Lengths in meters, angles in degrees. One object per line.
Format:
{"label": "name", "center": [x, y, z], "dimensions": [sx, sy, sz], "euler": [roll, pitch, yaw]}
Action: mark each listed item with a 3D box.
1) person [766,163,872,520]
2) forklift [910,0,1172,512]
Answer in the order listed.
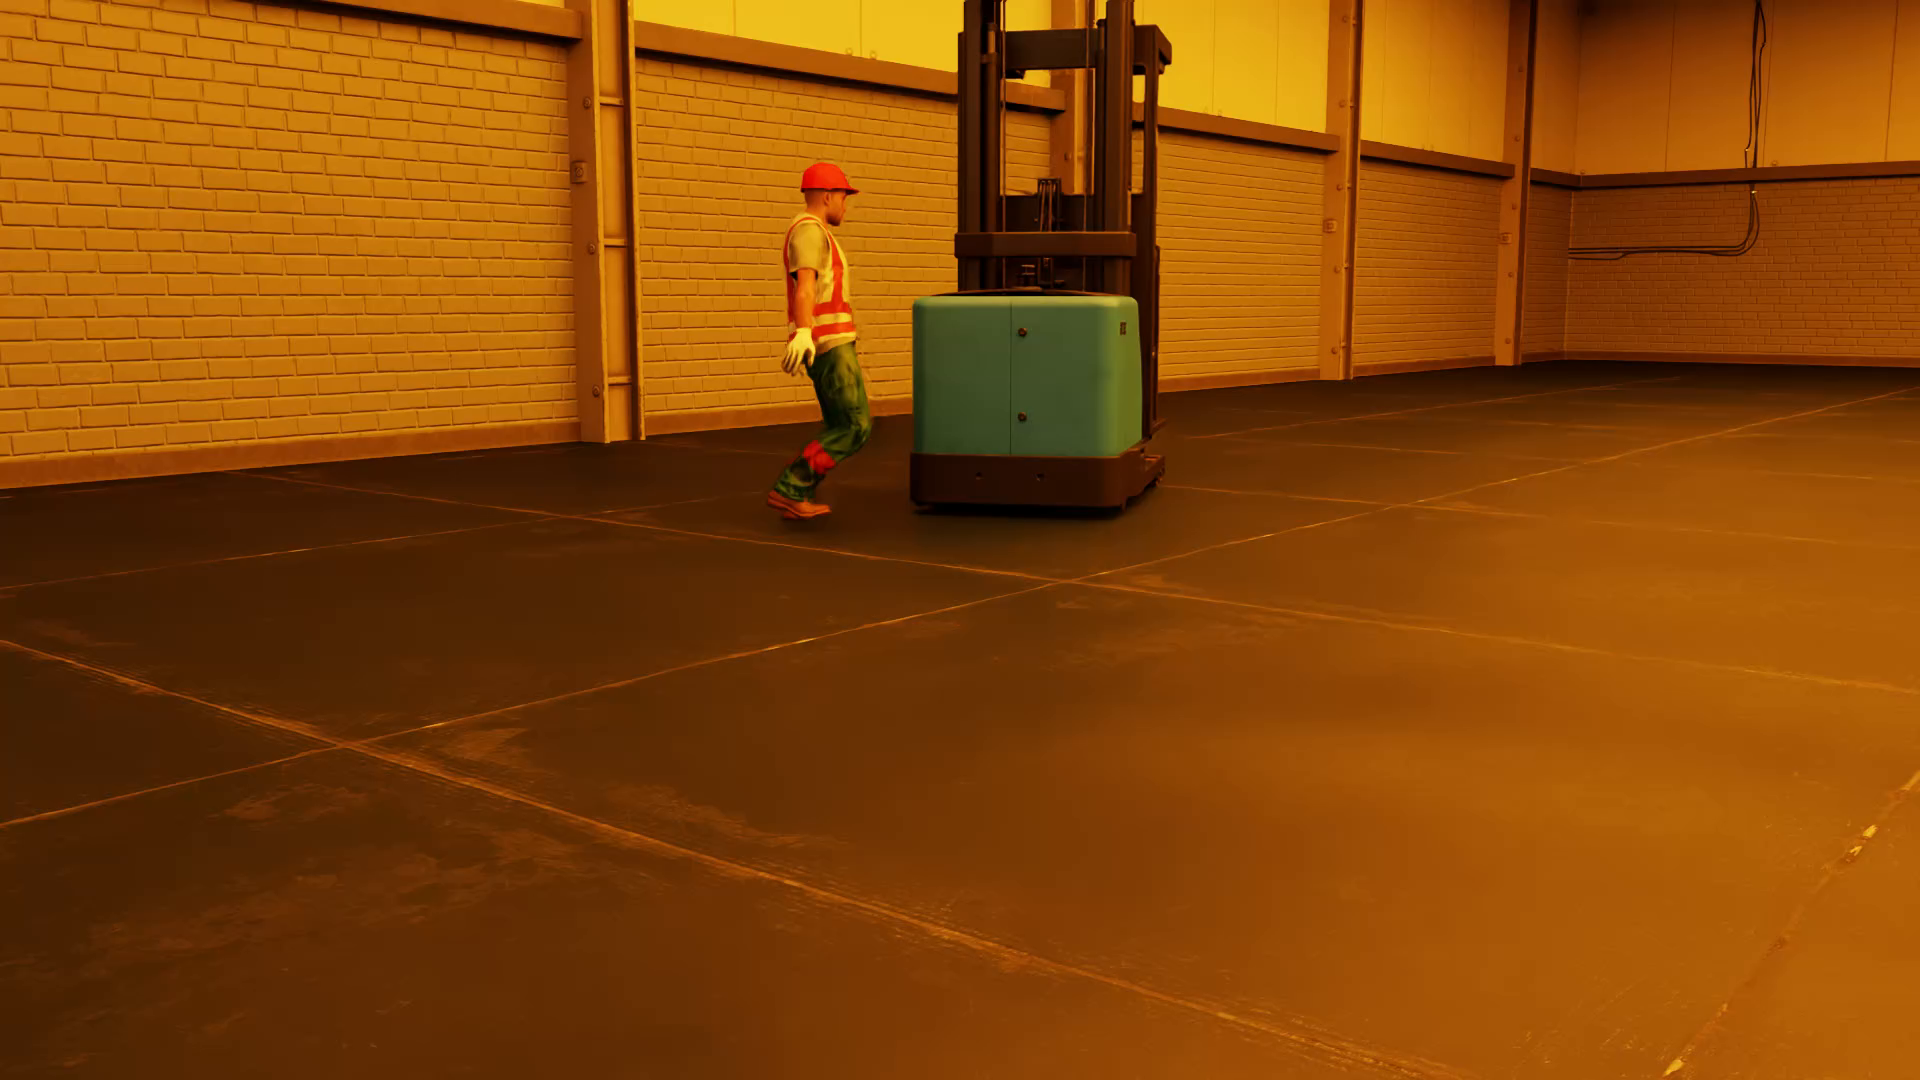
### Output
{"label": "person", "center": [-0.658, -0.906, 7.780], "dimensions": [0.490, 1.692, 0.923], "euler": [0, 8, -2]}
{"label": "forklift", "center": [0.583, -1.764, 9.336], "dimensions": [1.130, 2.935, 3.031], "euler": [2, 9, 13]}
